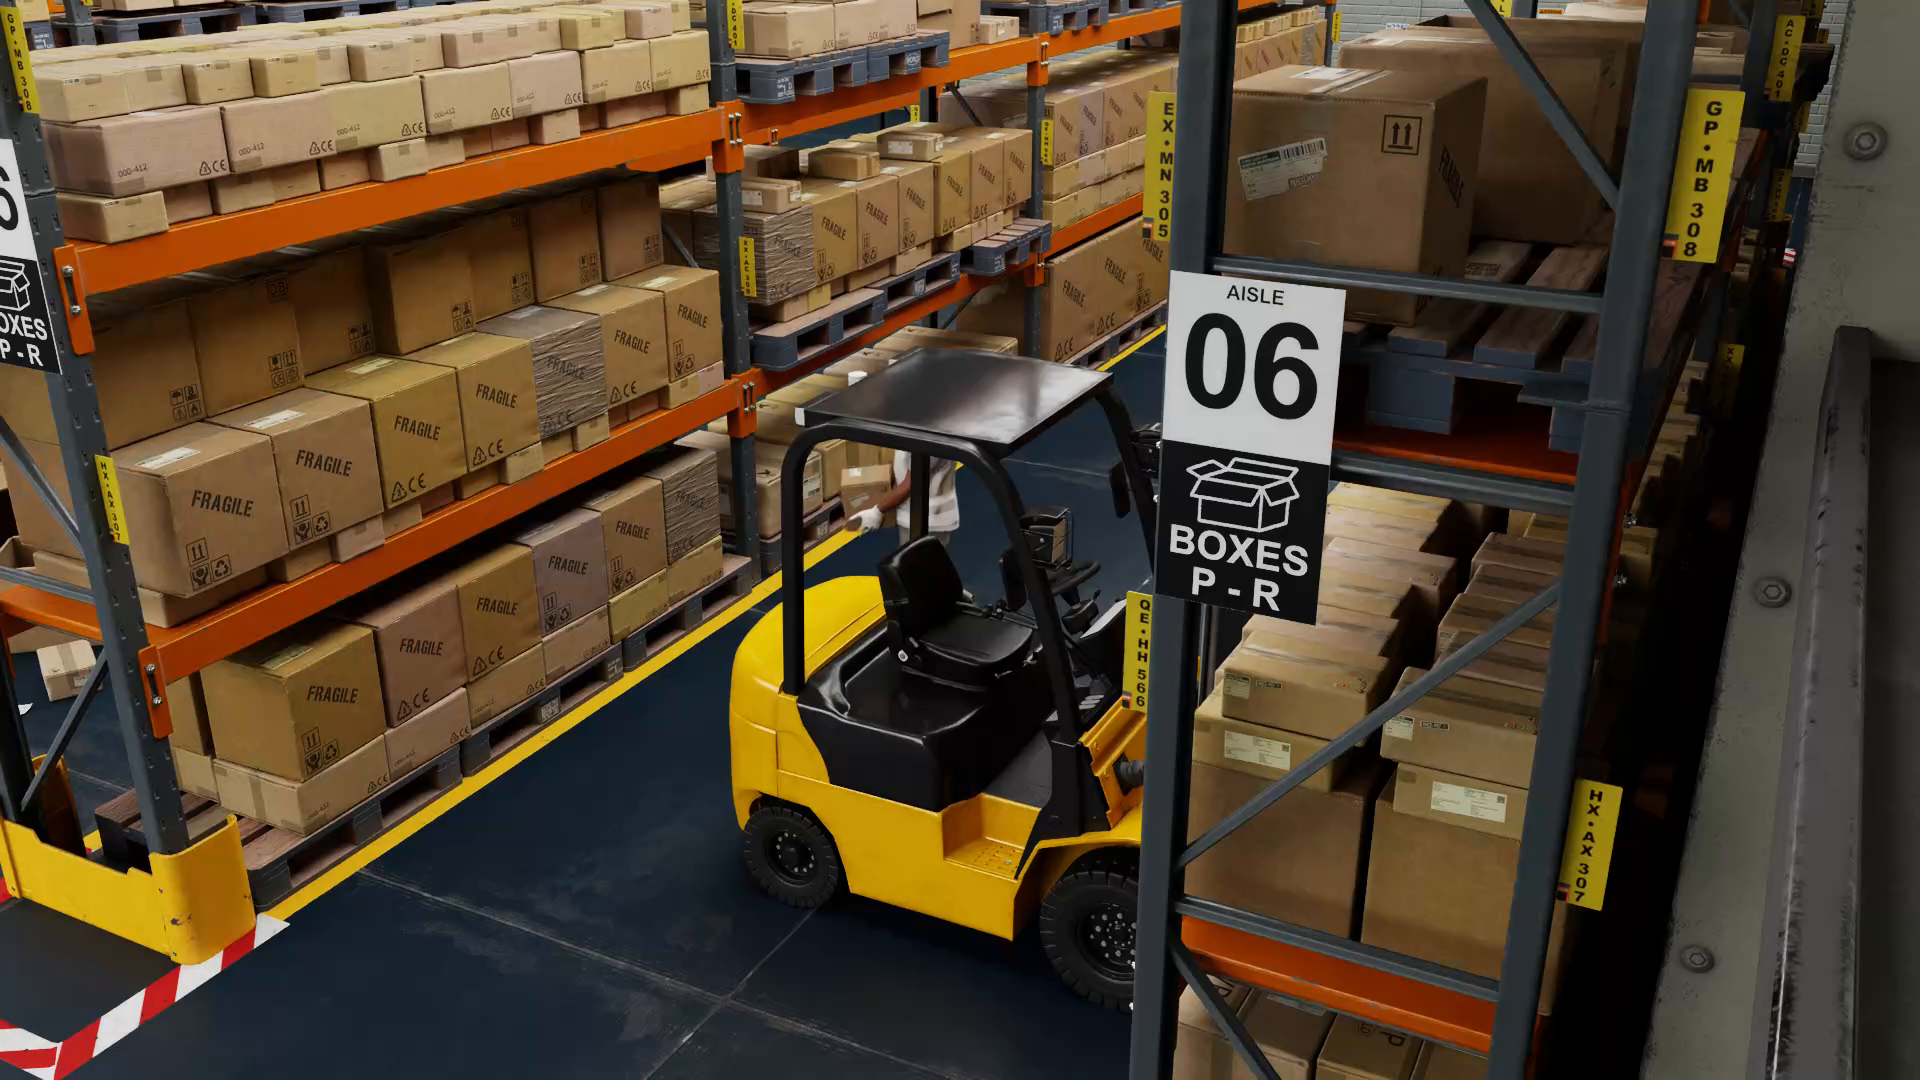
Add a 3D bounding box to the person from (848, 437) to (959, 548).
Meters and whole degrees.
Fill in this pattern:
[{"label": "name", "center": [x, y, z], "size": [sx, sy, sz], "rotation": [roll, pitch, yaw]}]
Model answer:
[{"label": "person", "center": [-0.277, -0.091, 8.485], "size": [0.577, 1.785, 0.497], "rotation": [-1, 23, -2]}]
